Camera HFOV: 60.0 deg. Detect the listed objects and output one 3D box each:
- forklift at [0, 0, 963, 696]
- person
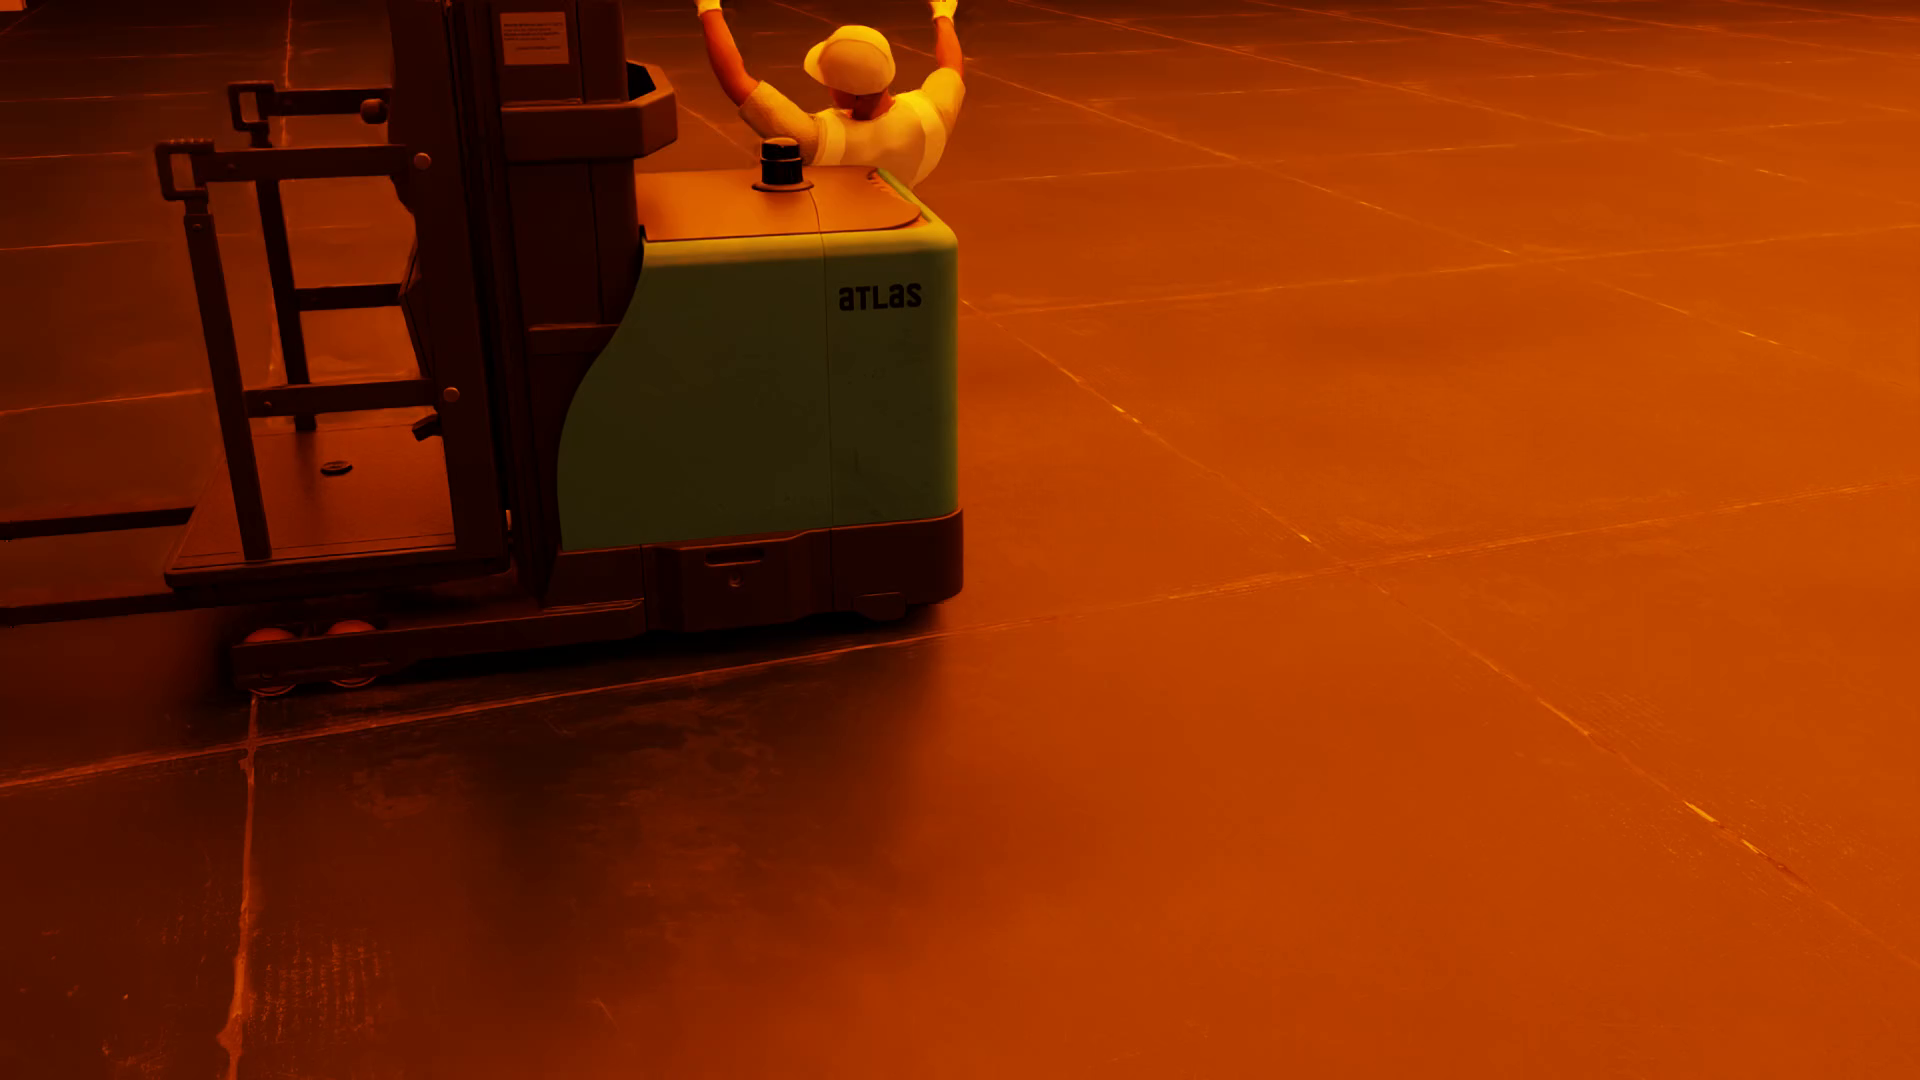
[{"bbox_3d":[-1.565,-1.187,4.120,3.031,2.935,1.130,-5,23,-12],"label":"forklift"},{"bbox_3d":[-0.319,-1.057,5.422,1.032,1.667,0.732,-13,26,-29],"label":"person"}]
